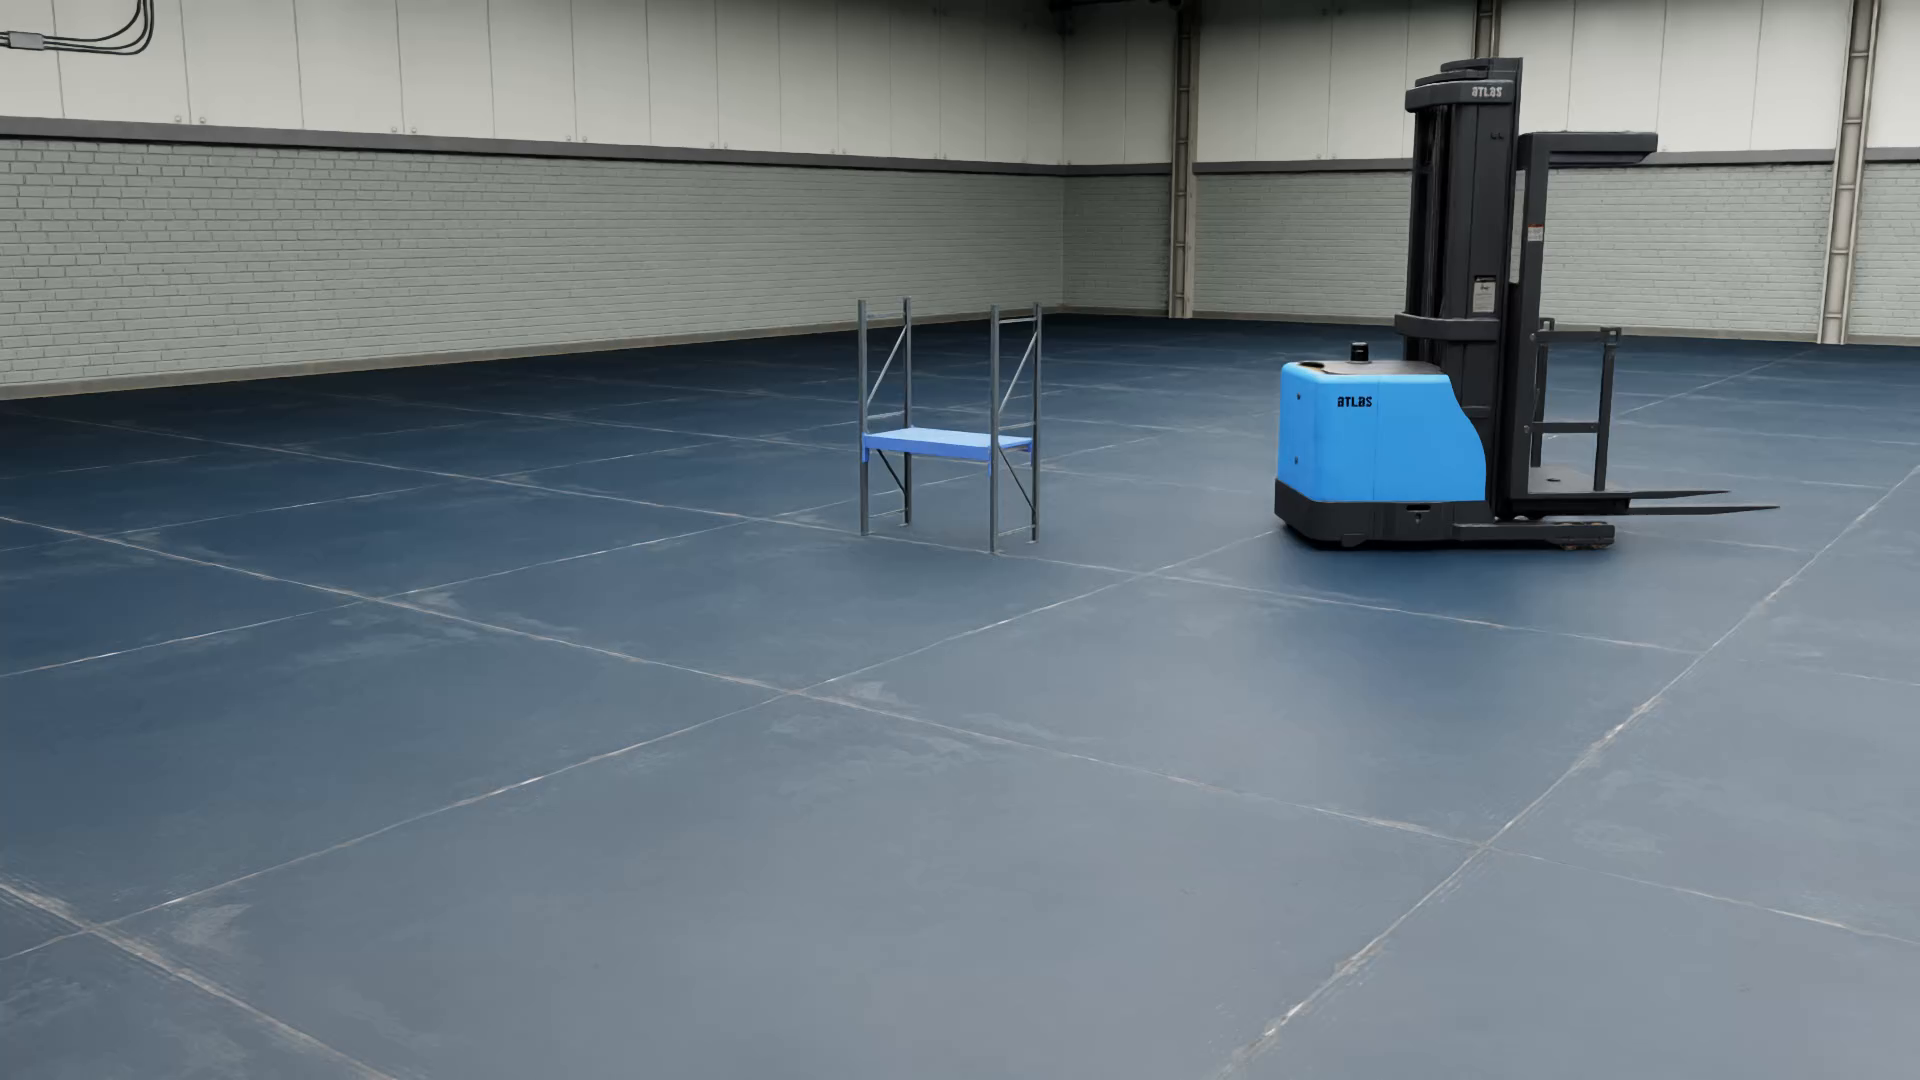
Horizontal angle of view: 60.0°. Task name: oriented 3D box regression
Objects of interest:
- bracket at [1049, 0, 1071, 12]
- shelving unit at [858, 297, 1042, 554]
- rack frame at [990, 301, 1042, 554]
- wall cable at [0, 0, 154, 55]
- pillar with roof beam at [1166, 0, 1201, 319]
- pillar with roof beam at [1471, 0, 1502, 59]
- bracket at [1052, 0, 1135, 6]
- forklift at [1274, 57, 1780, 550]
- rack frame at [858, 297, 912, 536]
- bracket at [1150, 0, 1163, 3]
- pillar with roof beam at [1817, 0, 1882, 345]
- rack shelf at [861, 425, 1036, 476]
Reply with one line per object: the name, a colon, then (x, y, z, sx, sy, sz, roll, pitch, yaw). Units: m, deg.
bracket: (2.063, -10.992, 34.181, 0.430, 0.232, 0.235, 8, 13, 36)
shelving unit: (-0.069, -0.746, 10.437, 1.048, 1.500, 0.538, 8, 13, 36)
rack frame: (0.341, -0.689, 10.141, 0.032, 1.500, 0.500, 8, 13, 36)
wall cable: (-10.087, -7.799, 18.197, 0.169, 6.003, 2.305, 8, 13, 36)
pillar with roof beam: (1.970, -8.307, 29.779, 0.548, 9.000, 9.100, 8, 13, 36)
pillar with roof beam: (6.806, -7.633, 26.292, 0.400, 9.000, 9.100, 8, 13, 36)
bracket: (2.539, -10.926, 33.838, 3.189, 0.066, 0.076, 8, 13, 36)
forklift: (3.625, -1.478, 10.452, 3.031, 2.935, 1.130, -1, 11, -3)
rack frame: (-0.478, -0.803, 10.732, 0.032, 1.500, 0.500, 8, 13, 36)
bracket: (3.973, -10.726, 32.804, 0.430, 0.232, 0.235, 8, 13, 36)
pillar with roof beam: (11.642, -6.958, 22.805, 0.400, 9.000, 9.100, 8, 13, 36)
rack shelf: (-0.069, -0.569, 10.471, 1.000, 0.185, 0.538, 8, 13, 36)
